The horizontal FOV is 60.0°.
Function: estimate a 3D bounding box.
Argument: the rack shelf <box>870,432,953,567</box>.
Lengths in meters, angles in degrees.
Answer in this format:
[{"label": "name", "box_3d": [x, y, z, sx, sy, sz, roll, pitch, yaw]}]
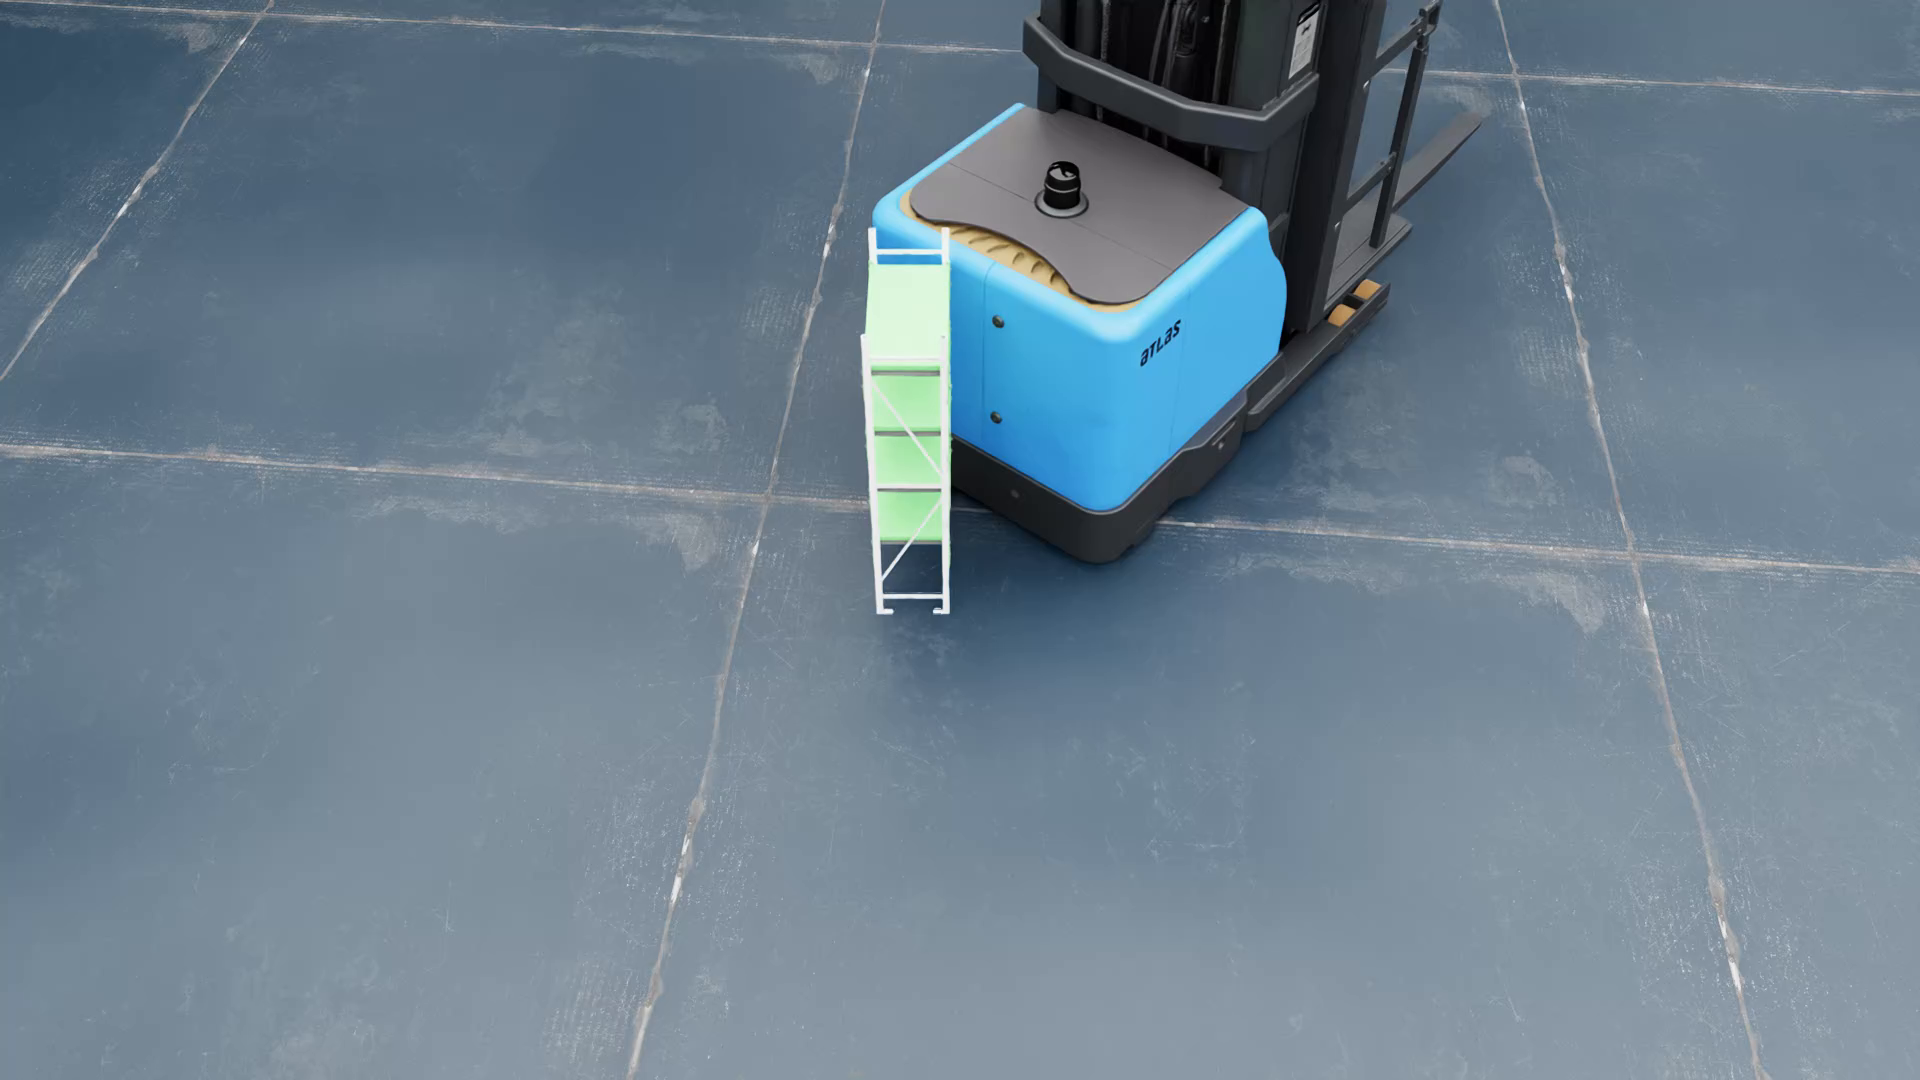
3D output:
[{"label": "rack shelf", "box_3d": [-0.154, -0.138, 5.475, 0.258, 0.148, 0.480, 0, 48, 0]}]

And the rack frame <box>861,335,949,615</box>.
[{"label": "rack frame", "box_3d": [-0.156, -0.163, 5.086, 0.240, 1.200, 0.015, 0, 48, 0]}]

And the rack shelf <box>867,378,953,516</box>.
[{"label": "rack shelf", "box_3d": [-0.154, -0.300, 5.298, 0.258, 0.148, 0.480, 0, 48, 0]}]

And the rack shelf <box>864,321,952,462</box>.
[{"label": "rack shelf", "box_3d": [-0.154, -0.462, 5.121, 0.258, 0.148, 0.480, 0, 48, 0]}]

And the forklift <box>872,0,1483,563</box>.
[{"label": "forklift", "box_3d": [1.023, -1.942, 5.540, 1.130, 2.935, 3.031, 31, 55, 25]}]

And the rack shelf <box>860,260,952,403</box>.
[{"label": "rack shelf", "box_3d": [-0.154, -0.624, 4.944, 0.258, 0.148, 0.480, 0, 48, 0]}]

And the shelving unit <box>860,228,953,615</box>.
[{"label": "shelving unit", "box_3d": [-0.154, -0.343, 5.251, 0.258, 1.200, 0.503, 0, 48, 0]}]

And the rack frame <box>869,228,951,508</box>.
[{"label": "rack frame", "box_3d": [-0.153, -0.523, 5.416, 0.240, 1.200, 0.015, 0, 48, 0]}]
